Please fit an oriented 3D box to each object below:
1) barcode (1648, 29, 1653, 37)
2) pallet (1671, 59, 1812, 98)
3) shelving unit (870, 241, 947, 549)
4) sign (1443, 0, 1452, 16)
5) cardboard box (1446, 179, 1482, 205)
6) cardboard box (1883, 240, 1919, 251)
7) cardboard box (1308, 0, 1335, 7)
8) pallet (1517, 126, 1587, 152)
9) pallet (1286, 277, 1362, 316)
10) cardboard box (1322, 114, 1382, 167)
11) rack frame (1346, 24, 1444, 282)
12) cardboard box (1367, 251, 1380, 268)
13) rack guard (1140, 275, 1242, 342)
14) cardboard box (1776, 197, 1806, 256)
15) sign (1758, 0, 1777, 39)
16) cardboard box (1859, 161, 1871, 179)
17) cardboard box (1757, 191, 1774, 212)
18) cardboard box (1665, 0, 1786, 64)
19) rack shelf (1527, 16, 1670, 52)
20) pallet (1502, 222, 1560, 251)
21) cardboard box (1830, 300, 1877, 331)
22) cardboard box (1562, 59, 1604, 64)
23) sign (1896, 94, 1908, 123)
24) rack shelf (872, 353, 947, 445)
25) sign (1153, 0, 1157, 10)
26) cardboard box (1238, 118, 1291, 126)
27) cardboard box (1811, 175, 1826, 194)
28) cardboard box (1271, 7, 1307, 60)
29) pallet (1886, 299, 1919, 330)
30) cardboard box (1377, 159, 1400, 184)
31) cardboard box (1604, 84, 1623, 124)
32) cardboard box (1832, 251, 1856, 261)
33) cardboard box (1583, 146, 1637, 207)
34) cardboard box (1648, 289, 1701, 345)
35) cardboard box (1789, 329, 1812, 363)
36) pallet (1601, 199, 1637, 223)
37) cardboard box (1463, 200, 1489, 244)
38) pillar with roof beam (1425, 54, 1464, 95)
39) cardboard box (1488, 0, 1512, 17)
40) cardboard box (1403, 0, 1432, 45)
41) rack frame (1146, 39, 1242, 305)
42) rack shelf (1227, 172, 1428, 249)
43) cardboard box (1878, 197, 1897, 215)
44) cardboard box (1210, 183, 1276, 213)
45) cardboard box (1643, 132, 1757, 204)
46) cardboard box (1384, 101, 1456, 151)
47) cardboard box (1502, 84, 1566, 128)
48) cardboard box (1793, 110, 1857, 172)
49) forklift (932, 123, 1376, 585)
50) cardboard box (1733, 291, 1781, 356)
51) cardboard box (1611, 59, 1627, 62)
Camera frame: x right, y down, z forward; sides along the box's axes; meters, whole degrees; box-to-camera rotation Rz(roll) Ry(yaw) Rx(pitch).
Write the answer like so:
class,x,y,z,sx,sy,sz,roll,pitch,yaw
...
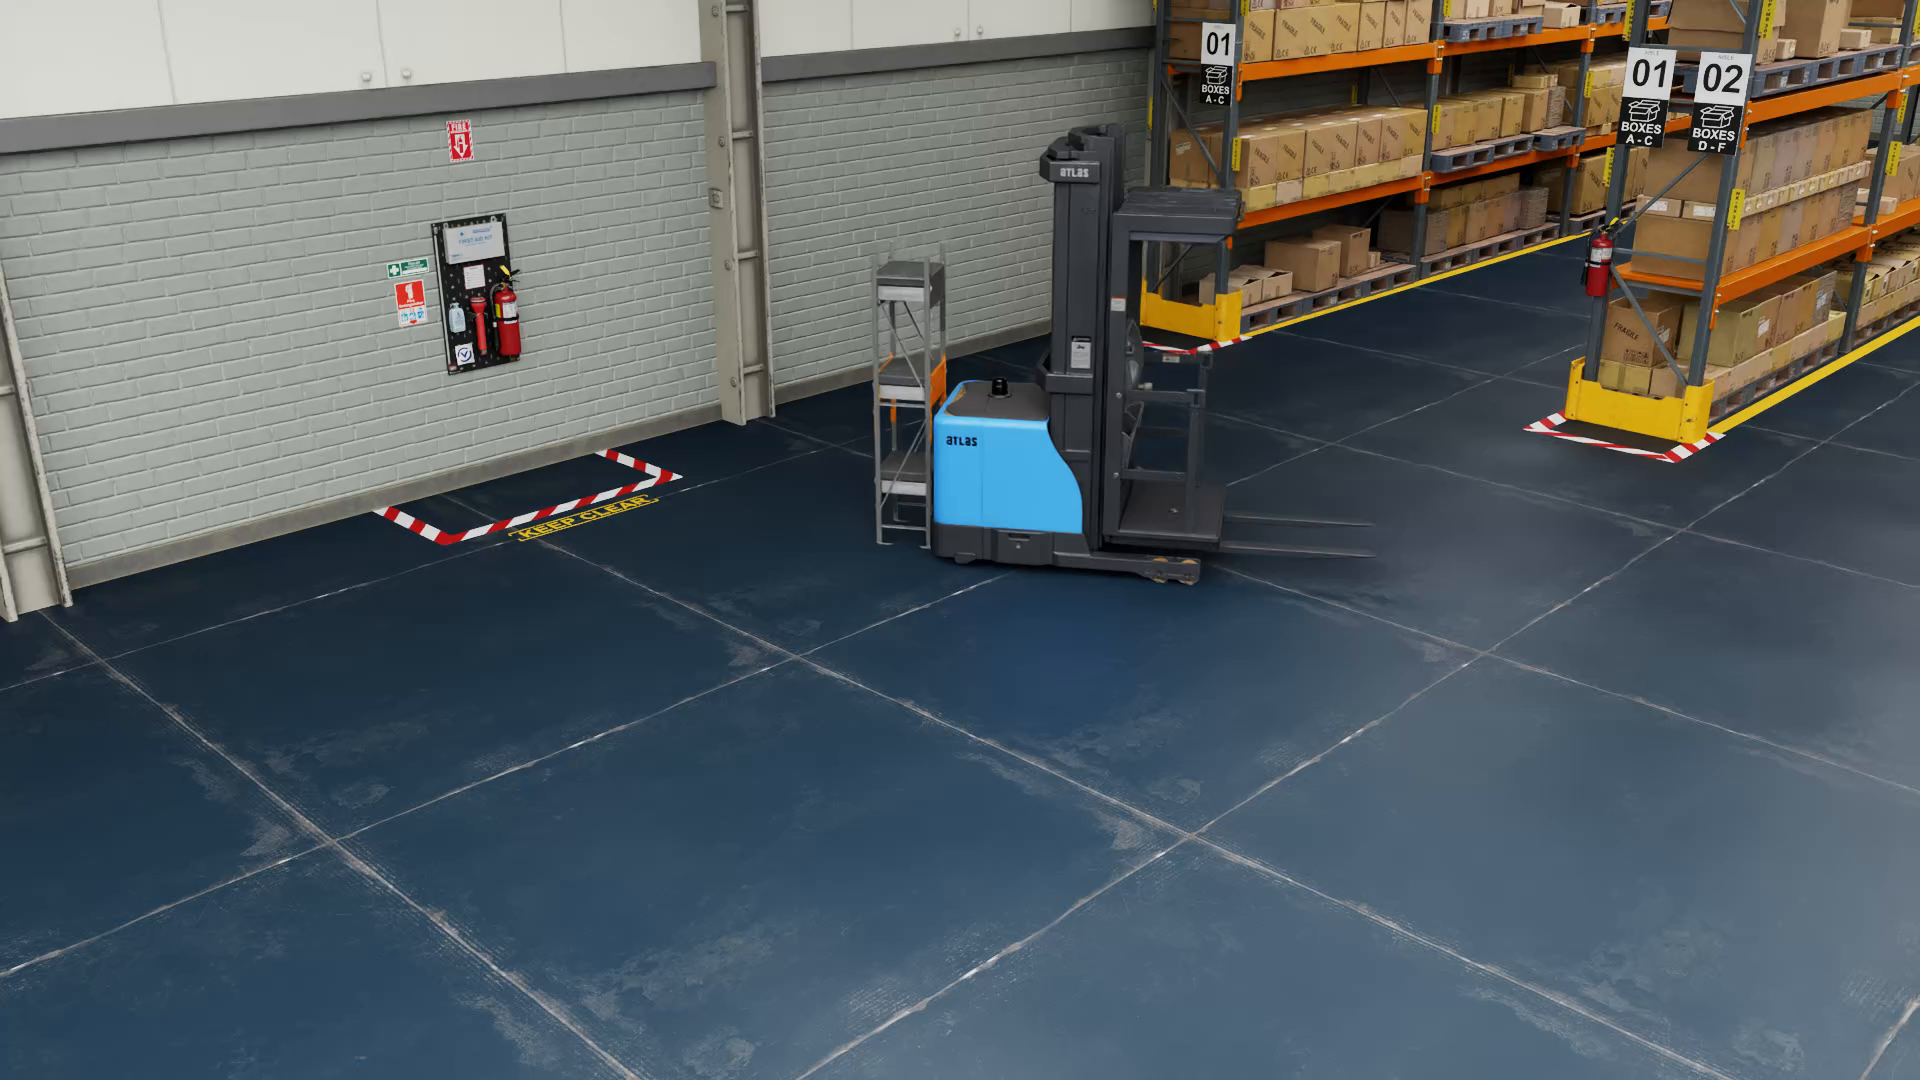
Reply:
class,x,y,z,sx,sy,sz,roll,pitch,yaw
barcode,5.829,-4.279,14.036,0.001,0.075,0.075,19,28,41
pallet,6.476,-3.944,14.097,1.003,0.211,1.213,19,28,41
shelving unit,-0.352,-1.021,11.803,0.431,2.100,0.503,4,21,11
sign,5.597,-6.184,19.082,0.100,0.325,0.005,19,28,41
cardboard box,6.369,-4.507,21.446,0.500,0.250,0.500,18,28,39
cardboard box,10.644,-3.180,18.632,0.500,0.311,0.500,19,28,40
cardboard box,3.591,-5.860,17.399,0.500,0.500,0.500,-19,28,-41
pallet,7.572,-5.406,22.225,1.213,0.211,1.003,19,28,41
pallet,3.908,-2.878,19.269,1.003,0.211,1.213,19,28,41
cardboard box,4.391,-4.511,18.765,0.500,0.500,0.500,18,28,39
rack frame,5.203,-4.677,20.061,1.000,3.000,0.127,19,28,41
cardboard box,4.851,-3.415,20.113,0.380,0.166,0.250,15,26,34
rack guard,2.465,-2.501,17.885,1.175,0.500,0.348,19,28,41
cardboard box,7.377,-2.972,15.486,0.500,0.500,0.700,-19,28,-40
sign,6.358,-4.114,13.088,0.100,0.325,0.005,19,28,41
cardboard box,8.718,-3.664,16.382,0.380,0.149,0.250,19,28,41
cardboard box,6.927,-3.003,14.662,0.380,0.149,0.250,19,28,40
cardboard box,6.368,-4.266,13.887,0.637,0.503,0.797,-18,27,-38
rack shelf,9.388,-7.283,23.665,1.077,0.370,4.000,19,28,41
pallet,7.447,-4.203,22.715,1.003,0.211,1.213,19,28,41
cardboard box,9.214,-2.392,17.364,0.500,0.250,0.500,18,28,39
cardboard box,8.848,-6.695,23.684,0.500,0.250,0.500,18,28,39
sign,11.150,-5.103,19.667,0.100,0.325,0.005,19,28,41
rack shelf,-0.352,-1.008,11.808,0.431,0.518,0.480,4,21,11
sign,2.029,-5.606,17.064,0.100,0.325,0.005,19,28,41
cardboard box,3.305,-4.373,18.407,0.500,0.500,0.500,18,28,39
cardboard box,7.832,-3.338,15.534,0.250,0.149,0.380,-19,28,-41
cardboard box,3.225,-5.257,17.223,0.500,0.500,0.500,-18,27,-39
pallet,10.092,-2.651,18.676,1.003,0.211,1.213,19,28,41
cardboard box,4.736,-4.292,19.242,0.500,0.250,0.500,19,28,41
cardboard box,8.887,-6.093,23.164,0.500,0.500,0.500,-19,28,-40
cardboard box,9.540,-3.051,18.297,0.500,0.311,0.500,19,28,40
cardboard box,9.216,-5.277,24.035,0.750,0.750,0.750,19,28,40
cardboard box,6.812,-2.145,15.677,0.500,0.500,0.500,19,28,41
cardboard box,7.894,-1.918,16.132,0.500,0.250,0.500,19,28,41
pallet,9.448,-4.899,24.527,1.003,0.211,1.213,19,28,41
cardboard box,6.414,-4.175,21.627,0.700,0.500,0.500,20,28,41
pillar with roof beam,9.551,-7.310,18.551,9.100,9.000,0.400,19,28,41
cardboard box,6.502,-6.757,20.568,0.500,0.500,0.500,18,27,39
cardboard box,5.026,-5.941,19.001,0.500,0.500,0.500,-19,28,-41
rack frame,2.412,-3.648,17.386,1.000,3.000,0.127,19,28,41
rack shelf,3.808,-3.827,18.853,1.077,0.370,4.000,19,28,41
cardboard box,9.519,-3.497,17.342,0.380,0.149,0.250,19,28,41
cardboard box,2.980,-3.634,17.529,0.500,0.250,0.500,18,28,39
cardboard box,6.336,-3.192,14.251,0.700,0.500,0.500,19,28,41
cardboard box,5.582,-5.051,20.282,0.700,0.500,0.500,19,28,41
cardboard box,7.673,-5.834,22.319,0.700,0.500,0.500,15,26,35
cardboard box,8.098,-3.844,15.948,0.700,0.500,0.500,19,28,41
forklift,1.371,-1.272,11.299,3.031,2.935,1.130,4,21,10
cardboard box,7.185,-2.015,15.338,0.500,0.500,0.500,19,28,41
cardboard box,9.567,-6.703,23.705,0.500,0.250,0.500,19,28,40
